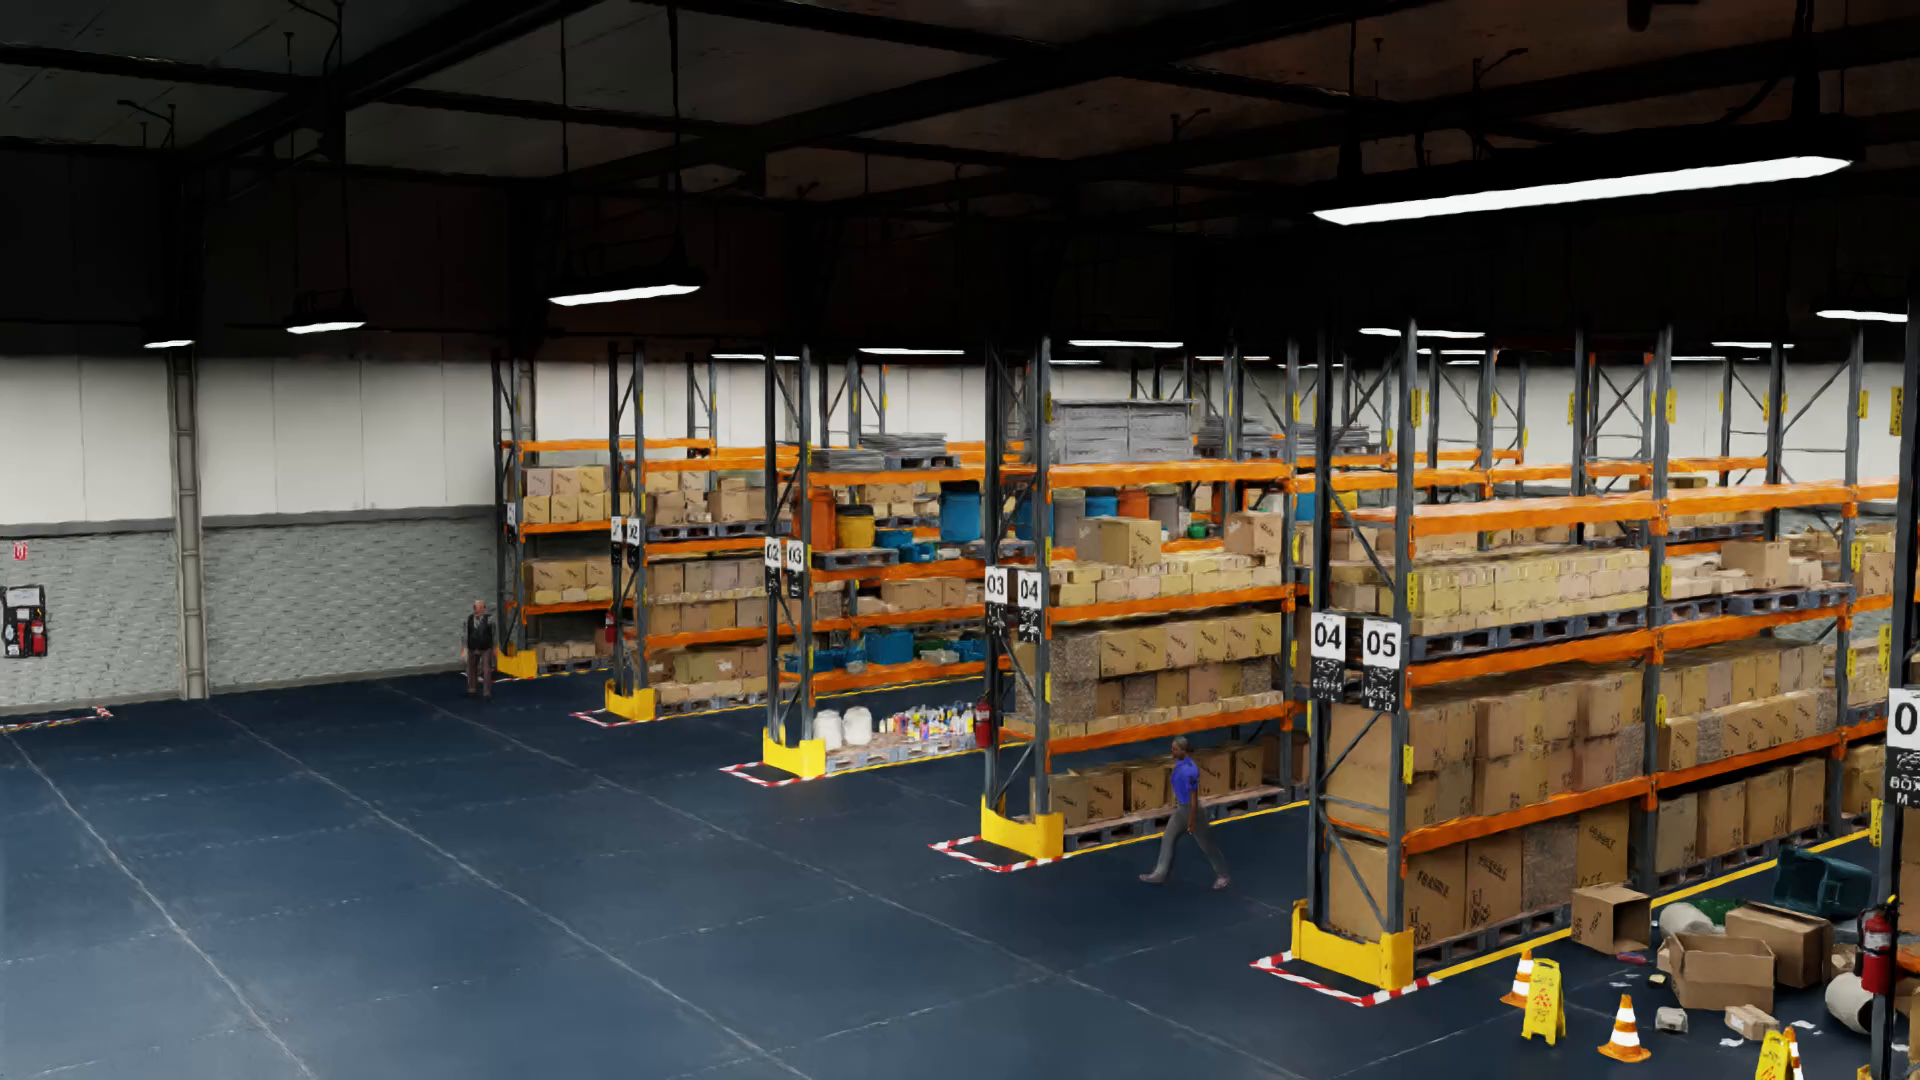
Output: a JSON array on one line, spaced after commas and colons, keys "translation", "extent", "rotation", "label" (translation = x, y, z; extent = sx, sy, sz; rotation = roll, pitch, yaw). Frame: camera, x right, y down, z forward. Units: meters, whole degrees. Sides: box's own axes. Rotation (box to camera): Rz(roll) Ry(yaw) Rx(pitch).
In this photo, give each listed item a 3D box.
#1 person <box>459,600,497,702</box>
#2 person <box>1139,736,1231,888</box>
[{"translation": [-8.174, 1.851, 28.044], "extent": [0.709, 1.719, 0.478], "rotation": [1, 5, 6], "label": "person"}, {"translation": [2.375, 2.838, 17.385], "extent": [0.933, 1.604, 0.491], "rotation": [-1, 5, -13], "label": "person"}]
